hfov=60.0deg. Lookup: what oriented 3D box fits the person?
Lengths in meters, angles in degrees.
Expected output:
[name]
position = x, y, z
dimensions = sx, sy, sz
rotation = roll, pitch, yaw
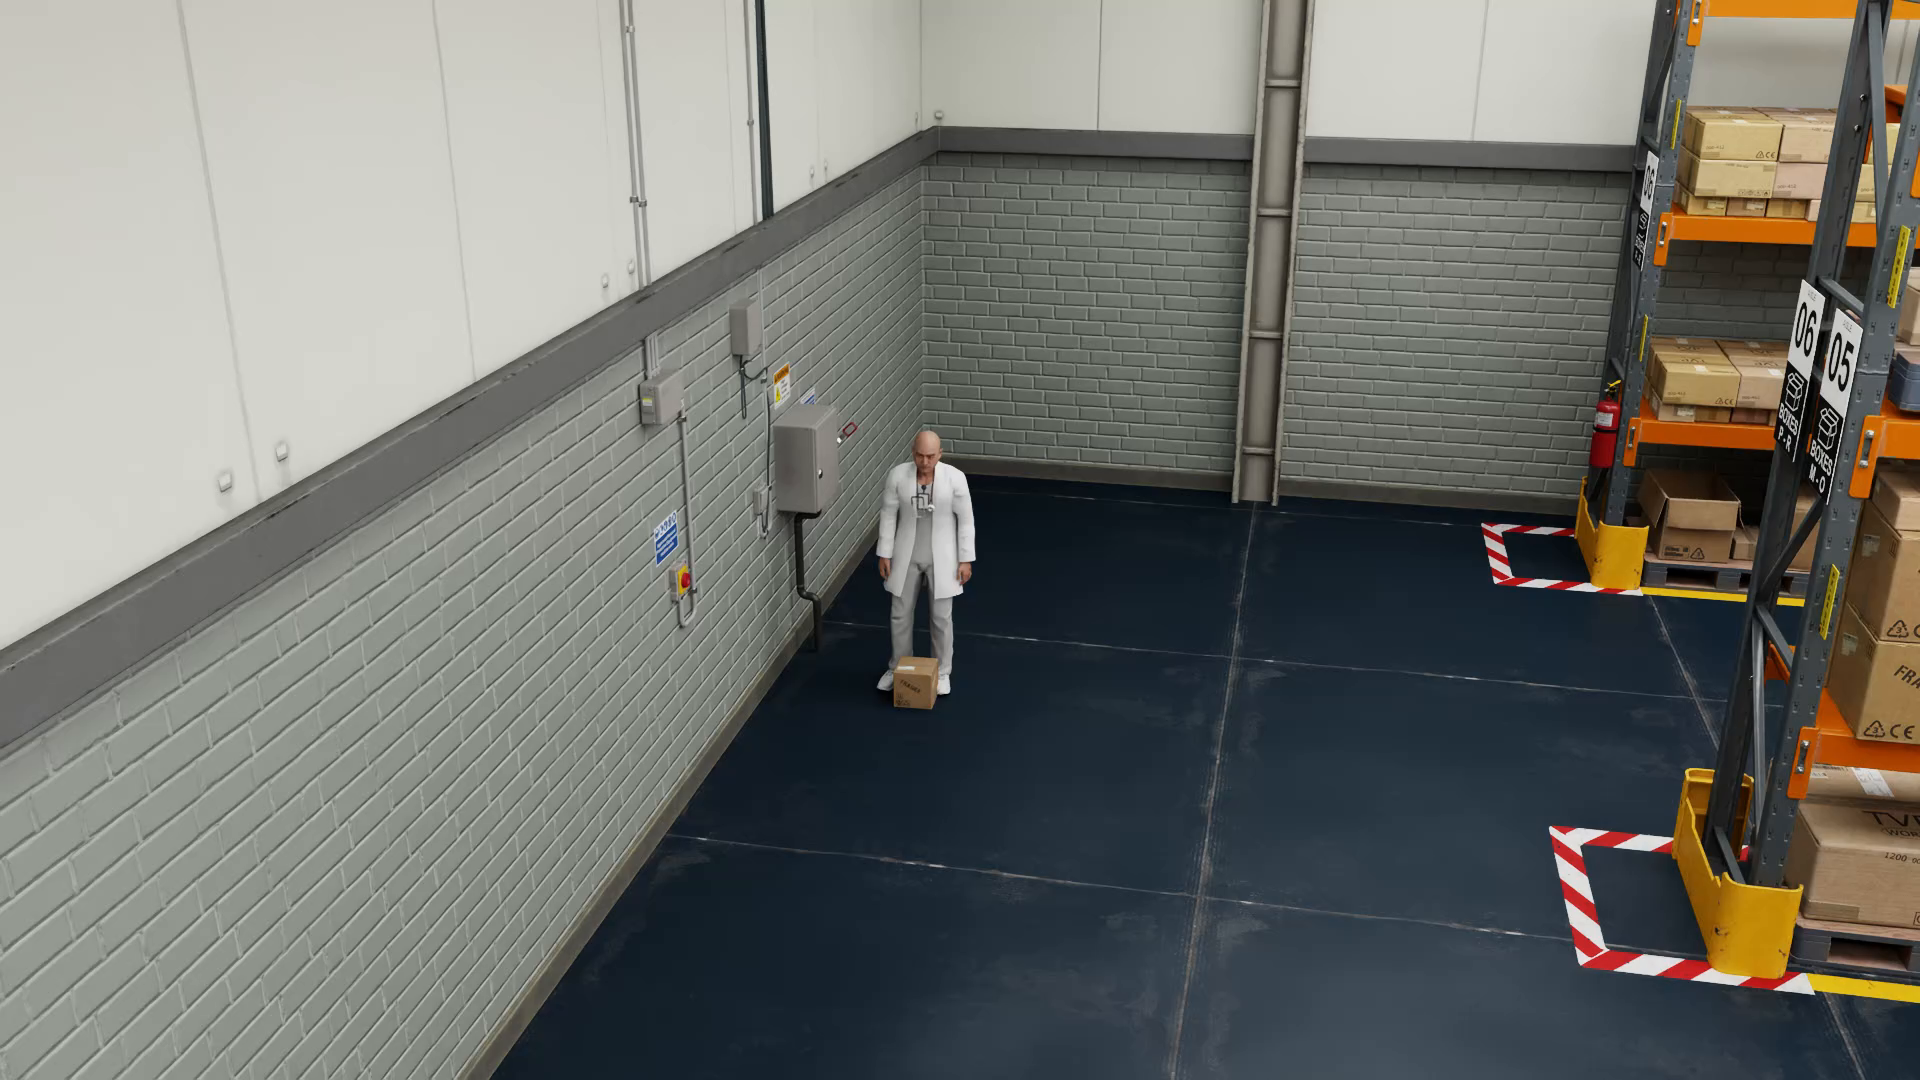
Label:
[person]
position = -0.223, 0.130, 10.773
dimensions = 0.652, 1.773, 0.427
rotation = 3, 21, 8
